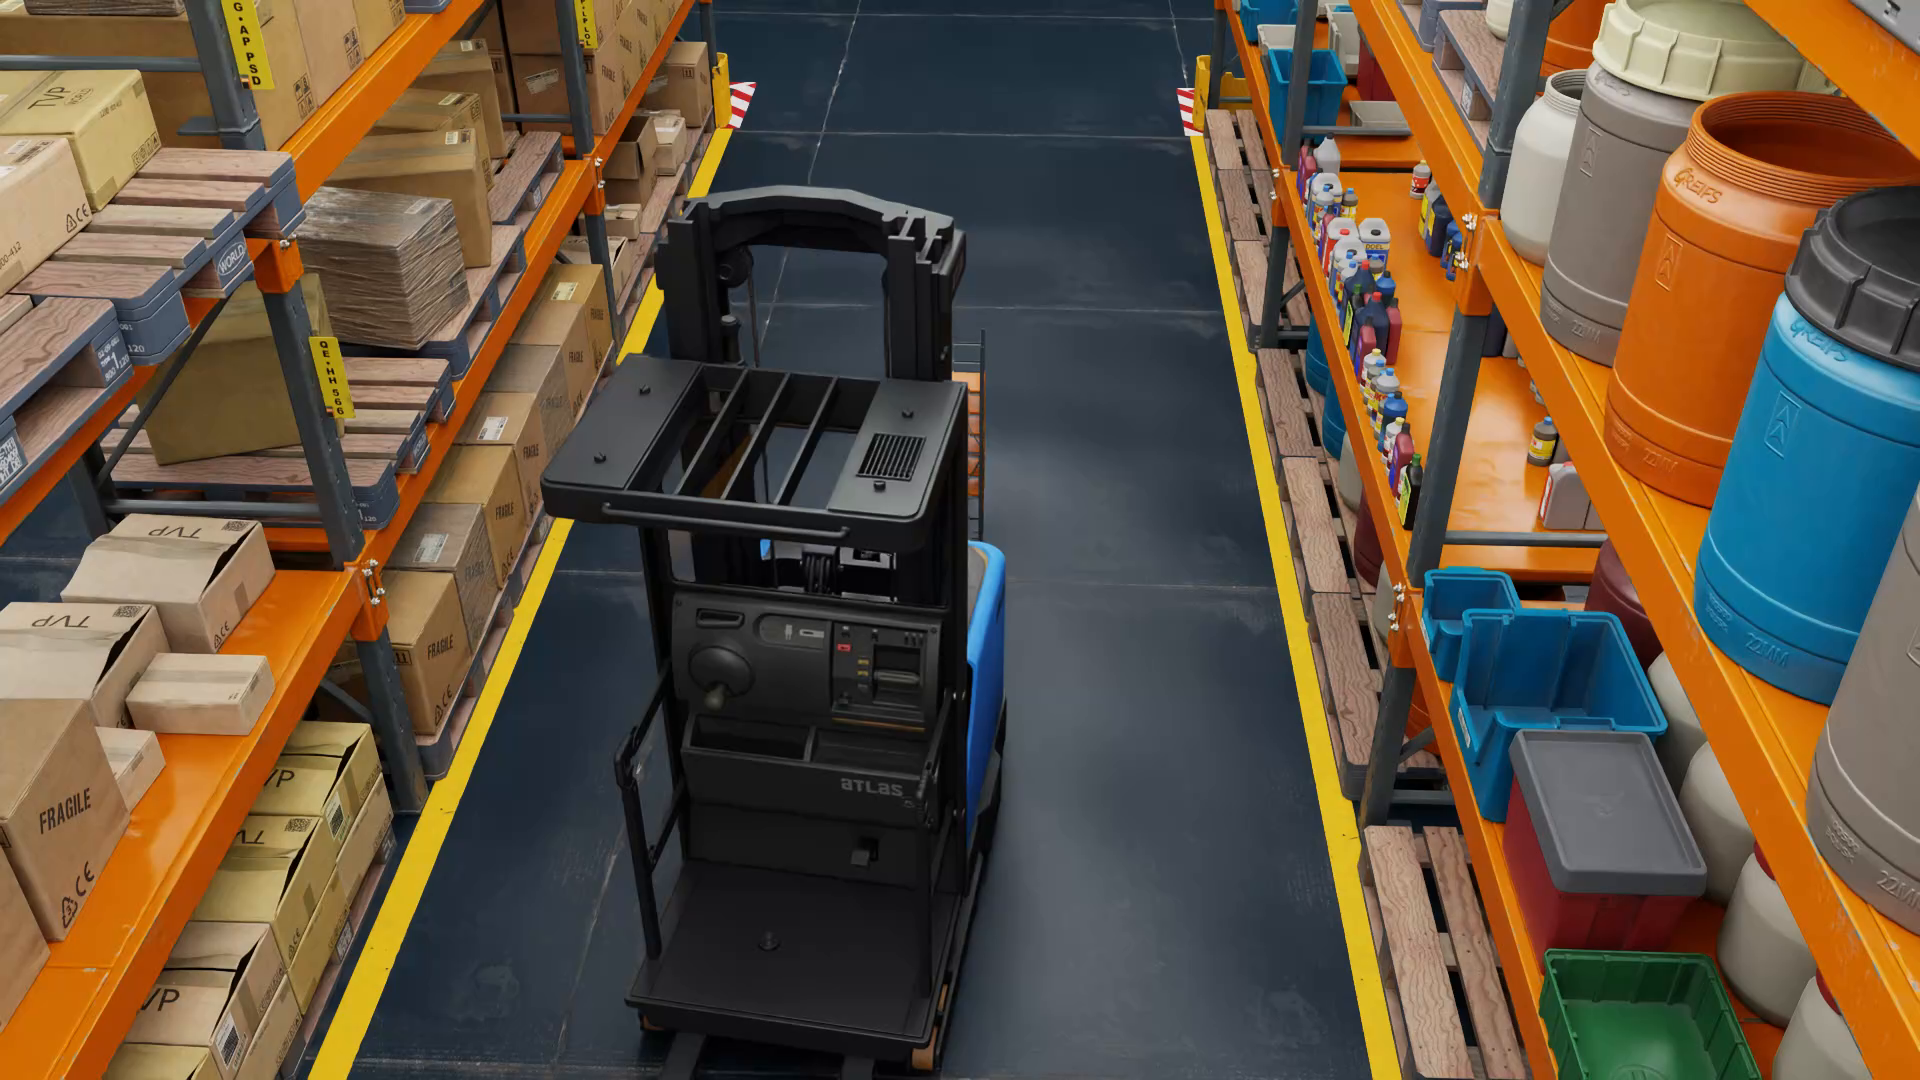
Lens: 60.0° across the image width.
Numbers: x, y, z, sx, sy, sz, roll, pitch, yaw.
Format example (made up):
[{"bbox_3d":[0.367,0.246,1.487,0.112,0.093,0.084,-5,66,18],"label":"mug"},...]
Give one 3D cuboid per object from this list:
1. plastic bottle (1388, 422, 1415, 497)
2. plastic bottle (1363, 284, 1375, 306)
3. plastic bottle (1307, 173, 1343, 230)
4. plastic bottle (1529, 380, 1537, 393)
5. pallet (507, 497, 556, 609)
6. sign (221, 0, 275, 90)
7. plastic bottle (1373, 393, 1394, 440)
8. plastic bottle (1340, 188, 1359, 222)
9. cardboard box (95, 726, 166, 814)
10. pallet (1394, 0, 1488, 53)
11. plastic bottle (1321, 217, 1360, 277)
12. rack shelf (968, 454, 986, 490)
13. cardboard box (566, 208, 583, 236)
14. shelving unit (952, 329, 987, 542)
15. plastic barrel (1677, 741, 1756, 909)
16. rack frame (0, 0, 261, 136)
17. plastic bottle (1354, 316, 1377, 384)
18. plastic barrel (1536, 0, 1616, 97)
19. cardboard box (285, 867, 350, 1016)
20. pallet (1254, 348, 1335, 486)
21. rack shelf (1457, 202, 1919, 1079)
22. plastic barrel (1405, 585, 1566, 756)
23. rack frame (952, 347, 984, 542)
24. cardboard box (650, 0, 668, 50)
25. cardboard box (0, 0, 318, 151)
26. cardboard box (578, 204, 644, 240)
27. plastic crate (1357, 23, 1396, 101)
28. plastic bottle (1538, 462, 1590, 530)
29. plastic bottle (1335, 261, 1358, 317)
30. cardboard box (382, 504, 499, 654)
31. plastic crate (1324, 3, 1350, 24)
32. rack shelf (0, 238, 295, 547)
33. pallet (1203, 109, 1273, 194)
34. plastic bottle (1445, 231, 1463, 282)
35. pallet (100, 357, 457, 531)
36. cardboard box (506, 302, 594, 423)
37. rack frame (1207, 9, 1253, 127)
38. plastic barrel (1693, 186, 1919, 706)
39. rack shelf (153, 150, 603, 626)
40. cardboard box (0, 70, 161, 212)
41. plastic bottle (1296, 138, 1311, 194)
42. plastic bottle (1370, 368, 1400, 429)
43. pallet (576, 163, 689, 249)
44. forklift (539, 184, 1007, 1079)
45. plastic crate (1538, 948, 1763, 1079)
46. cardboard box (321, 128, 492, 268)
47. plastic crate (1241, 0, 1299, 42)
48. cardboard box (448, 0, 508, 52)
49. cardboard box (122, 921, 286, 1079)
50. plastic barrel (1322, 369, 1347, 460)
[{"bbox_3d":[1.769,-0.321,6.645,0.061,0.283,0.133,1,35,2],"label":"plastic bottle"},{"bbox_3d":[1.879,-1.027,7.649,0.061,0.283,0.133,1,35,2],"label":"plastic bottle"},{"bbox_3d":[1.917,-1.774,8.719,0.152,0.276,0.135,1,35,2],"label":"plastic bottle"},{"bbox_3d":[2.579,-0.780,7.308,0.097,0.271,0.097,0,35,0],"label":"plastic bottle"},{"bbox_3d":[-2.660,-0.097,8.650,1.003,0.211,1.213,1,35,2],"label":"pallet"},{"bbox_3d":[-2.225,-1.564,5.186,0.100,0.325,0.005,1,35,2],"label":"sign"},{"bbox_3d":[1.804,-0.521,7.002,0.097,0.201,0.097,0,35,0],"label":"plastic bottle"},{"bbox_3d":[2.042,-1.751,8.752,0.097,0.201,0.097,0,35,0],"label":"plastic bottle"},{"bbox_3d":[-2.774,0.726,5.272,0.380,0.149,0.250,4,35,5],"label":"cardboard box"},{"bbox_3d":[2.354,-2.338,6.969,1.003,0.211,1.213,1,35,2],"label":"pallet"},{"bbox_3d":[1.894,-1.452,8.261,0.152,0.276,0.135,1,35,2],"label":"plastic bottle"},{"bbox_3d":[-0.001,-0.348,8.433,0.258,0.103,0.180,1,35,2],"label":"rack shelf"},{"bbox_3d":[-2.849,-2.253,11.249,0.500,0.311,0.500,1,35,2],"label":"cardboard box"},{"bbox_3d":[-0.001,-0.483,8.339,0.258,1.200,0.189,1,35,2],"label":"shelving unit"},{"bbox_3d":[2.325,0.798,4.854,0.421,0.512,0.421,0,35,0],"label":"plastic barrel"},{"bbox_3d":[-2.779,-2.565,4.519,1.000,3.000,0.127,1,35,2],"label":"rack frame"},{"bbox_3d":[1.806,-0.845,7.391,0.061,0.283,0.133,1,35,2],"label":"plastic bottle"},{"bbox_3d":[2.196,-1.895,5.436,0.600,0.830,0.708,1,35,2],"label":"plastic barrel"},{"bbox_3d":[-2.574,1.447,6.055,0.500,0.250,0.500,1,35,1],"label":"cardboard box"},{"bbox_3d":[2.258,-0.709,9.521,1.003,0.211,1.213,1,35,2],"label":"pallet"},{"bbox_3d":[2.090,0.222,3.788,1.077,0.370,4.000,1,35,2],"label":"rack shelf"},{"bbox_3d":[2.173,0.441,6.982,0.600,0.830,0.708,1,35,2],"label":"plastic barrel"},{"bbox_3d":[-0.004,-0.430,8.264,0.240,1.200,0.006,1,35,2],"label":"rack frame"},{"bbox_3d":[-2.267,-3.610,11.137,0.500,0.500,0.500,1,35,1],"label":"cardboard box"},{"bbox_3d":[-2.795,-1.630,5.711,0.910,0.500,0.500,1,35,2],"label":"cardboard box"},{"bbox_3d":[-2.361,-2.163,11.246,0.380,0.166,0.250,1,35,2],"label":"cardboard box"},{"bbox_3d":[2.617,-2.850,10.035,0.402,0.464,0.583,1,35,2],"label":"plastic crate"},{"bbox_3d":[2.358,-0.188,6.462,0.152,0.276,0.135,1,35,2],"label":"plastic bottle"},{"bbox_3d":[1.849,-1.195,7.900,0.097,0.271,0.097,0,35,0],"label":"plastic bottle"},{"bbox_3d":[-2.460,0.176,7.628,0.500,0.500,0.500,0,35,0],"label":"cardboard box"},{"bbox_3d":[2.633,-3.537,11.297,0.298,0.136,0.250,1,35,2],"label":"plastic crate"},{"bbox_3d":[-2.860,0.106,3.954,1.077,0.370,4.000,1,35,2],"label":"rack shelf"},{"bbox_3d":[2.419,-2.977,12.747,1.003,0.211,1.213,1,35,2],"label":"pallet"},{"bbox_3d":[2.472,-1.421,8.221,0.097,0.271,0.097,0,35,0],"label":"plastic bottle"},{"bbox_3d":[-2.822,-0.423,6.856,1.213,0.211,1.003,1,35,2],"label":"pallet"},{"bbox_3d":[-2.380,-0.992,9.290,0.500,0.500,0.500,1,35,2],"label":"cardboard box"},{"bbox_3d":[2.491,-4.590,12.619,1.000,3.000,0.127,1,35,2],"label":"rack frame"},{"bbox_3d":[1.865,-0.177,3.294,0.600,0.901,0.708,1,35,2],"label":"plastic barrel"},{"bbox_3d":[-2.699,-0.965,8.086,1.077,0.370,4.000,1,35,2],"label":"rack shelf"},{"bbox_3d":[-2.741,-1.186,4.932,0.500,0.250,0.500,-1,35,-2],"label":"cardboard box"},{"bbox_3d":[1.890,-2.044,9.096,0.061,0.283,0.133,1,35,2],"label":"plastic bottle"},{"bbox_3d":[1.808,-0.606,7.061,0.097,0.271,0.097,0,35,0],"label":"plastic bottle"},{"bbox_3d":[-2.544,-2.365,11.878,1.003,0.211,1.213,1,35,2],"label":"pallet"},{"bbox_3d":[-0.561,0.478,5.466,1.130,2.935,3.031,6,36,8],"label":"forklift"},{"bbox_3d":[1.797,1.384,4.302,0.450,0.188,0.662,1,35,2],"label":"plastic crate"},{"bbox_3d":[-2.628,-1.605,7.919,0.700,0.500,0.500,-7,36,-10],"label":"cardboard box"},{"bbox_3d":[2.087,-3.483,11.137,0.416,0.233,0.300,1,35,2],"label":"plastic crate"},{"bbox_3d":[-2.857,-3.155,9.620,0.500,0.500,0.500,2,35,2],"label":"cardboard box"},{"bbox_3d":[-2.592,1.508,5.479,0.500,0.311,0.500,1,35,2],"label":"cardboard box"},{"bbox_3d":[2.263,-0.887,8.808,0.600,0.901,0.708,1,35,2],"label":"plastic barrel"}]
